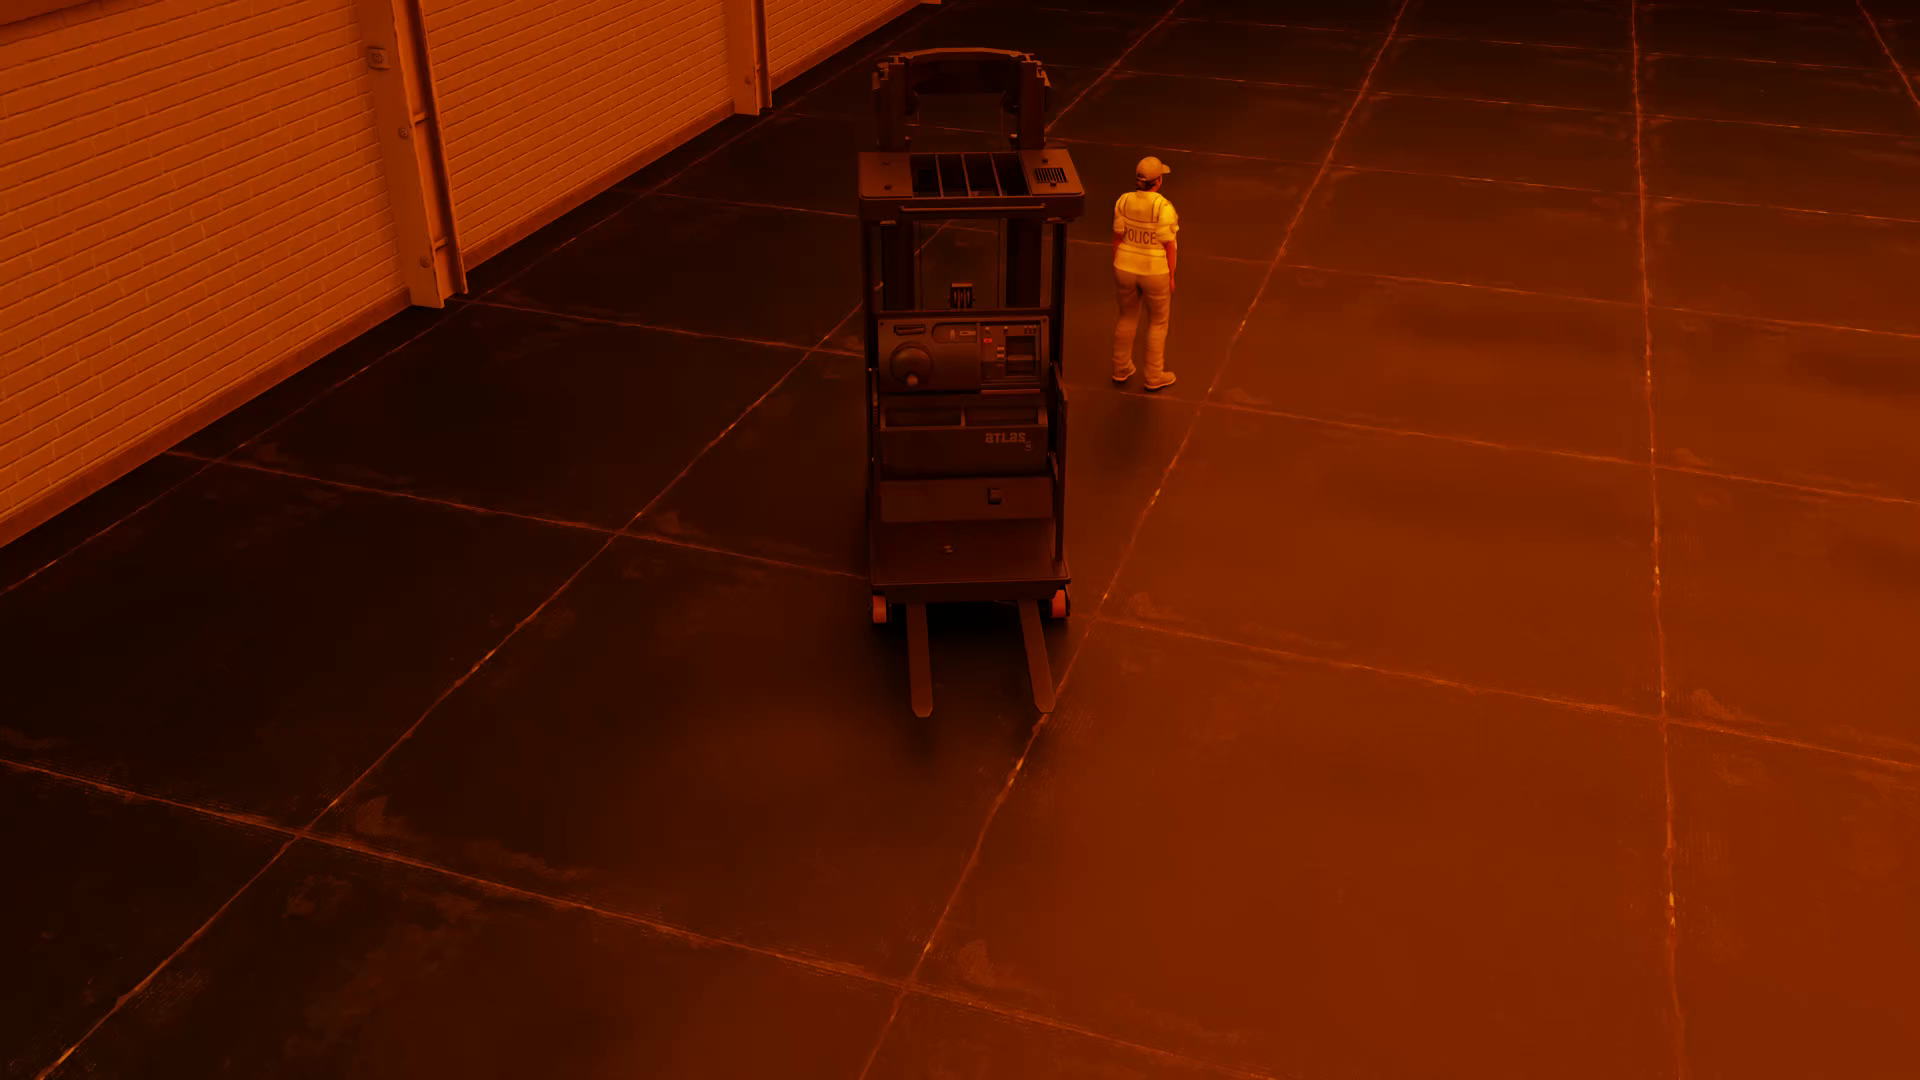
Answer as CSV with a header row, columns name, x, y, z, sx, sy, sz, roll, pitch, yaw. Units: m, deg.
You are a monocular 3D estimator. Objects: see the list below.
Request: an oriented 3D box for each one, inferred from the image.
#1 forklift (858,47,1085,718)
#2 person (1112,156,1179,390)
name,x,y,z,sx,sy,sz,roll,pitch,yaw
forklift,0.035,-0.972,8.842,1.130,2.935,3.031,-2,30,-3
person,1.306,-1.883,11.724,0.471,1.668,0.382,17,34,27
